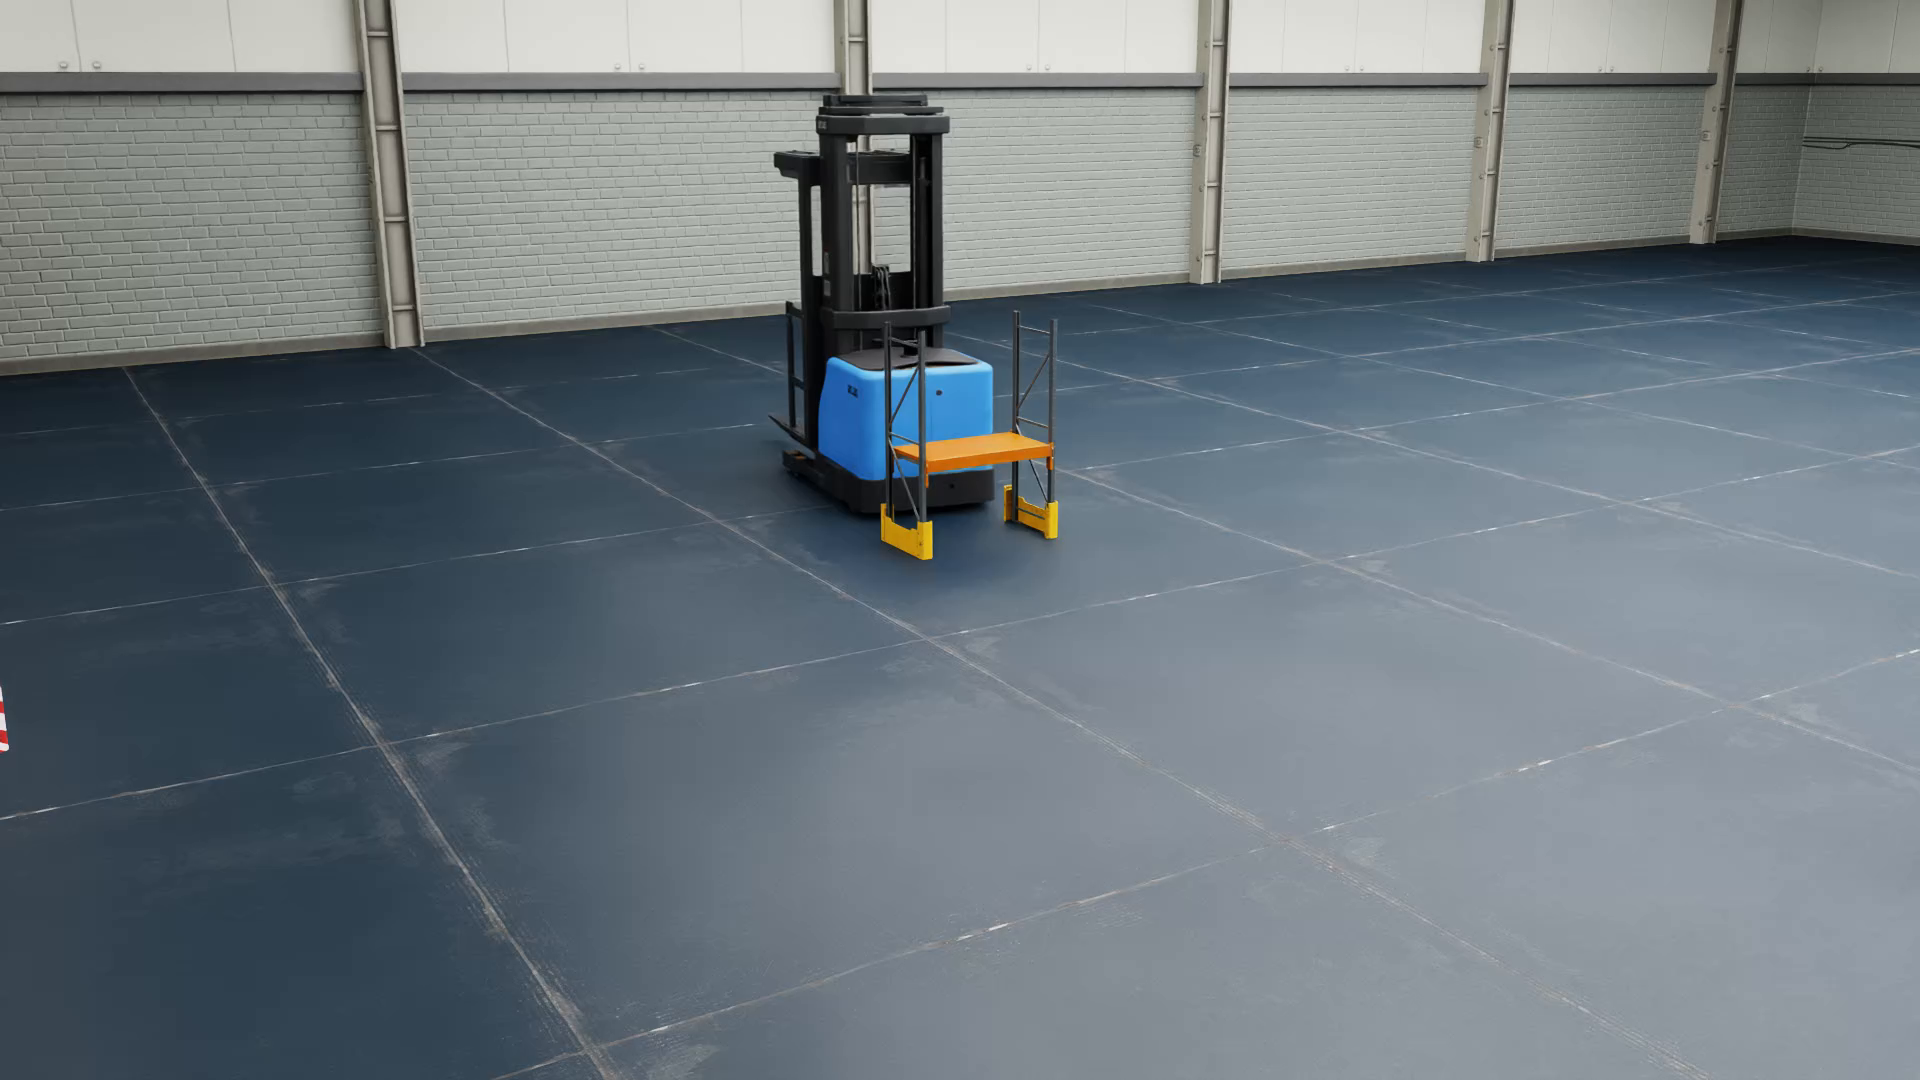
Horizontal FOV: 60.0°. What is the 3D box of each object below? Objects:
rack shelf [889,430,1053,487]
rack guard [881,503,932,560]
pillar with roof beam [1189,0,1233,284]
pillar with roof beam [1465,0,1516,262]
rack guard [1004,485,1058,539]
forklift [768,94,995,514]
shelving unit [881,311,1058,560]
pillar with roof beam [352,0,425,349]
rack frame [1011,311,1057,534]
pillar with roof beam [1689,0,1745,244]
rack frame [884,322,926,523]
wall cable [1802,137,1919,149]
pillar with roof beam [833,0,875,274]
[{"bbox_3d":[0.073,-0.561,11.298,1.000,0.185,0.538,-9,18,-30],"label":"rack shelf"},{"bbox_3d":[-0.362,-0.062,11.167,0.087,0.250,0.587,-9,18,-30],"label":"rack guard"},{"bbox_3d":[5.970,-7.293,20.756,0.400,9.000,9.100,-9,18,-30],"label":"pillar with roof beam"},{"bbox_3d":[11.113,-8.127,23.731,0.400,9.000,9.100,-9,18,-30],"label":"pillar with roof beam"},{"bbox_3d":[0.492,-0.200,11.661,0.087,0.250,0.587,-9,18,-30],"label":"rack guard"},{"bbox_3d":[-0.779,-1.954,12.950,1.130,2.935,3.031,-6,17,-22],"label":"forklift"},{"bbox_3d":[0.065,-0.733,11.245,1.083,1.500,0.587,-9,18,-30],"label":"shelving unit"},{"bbox_3d":[-4.317,-5.625,14.805,0.400,9.000,9.100,-9,18,-30],"label":"pillar with roof beam"},{"bbox_3d":[0.509,-0.805,11.502,0.032,1.500,0.500,-9,18,-30],"label":"rack frame"},{"bbox_3d":[16.256,-8.961,26.706,0.400,9.000,9.100,-9,18,-30],"label":"pillar with roof beam"},{"bbox_3d":[-0.363,-0.663,10.998,0.032,1.500,0.500,-9,18,-30],"label":"rack frame"},{"bbox_3d":[17.245,-8.566,31.048,0.112,2.526,3.097,-9,18,-30],"label":"wall cable"},{"bbox_3d":[0.827,-6.459,17.780,0.400,9.000,9.100,-9,18,-30],"label":"pillar with roof beam"}]
